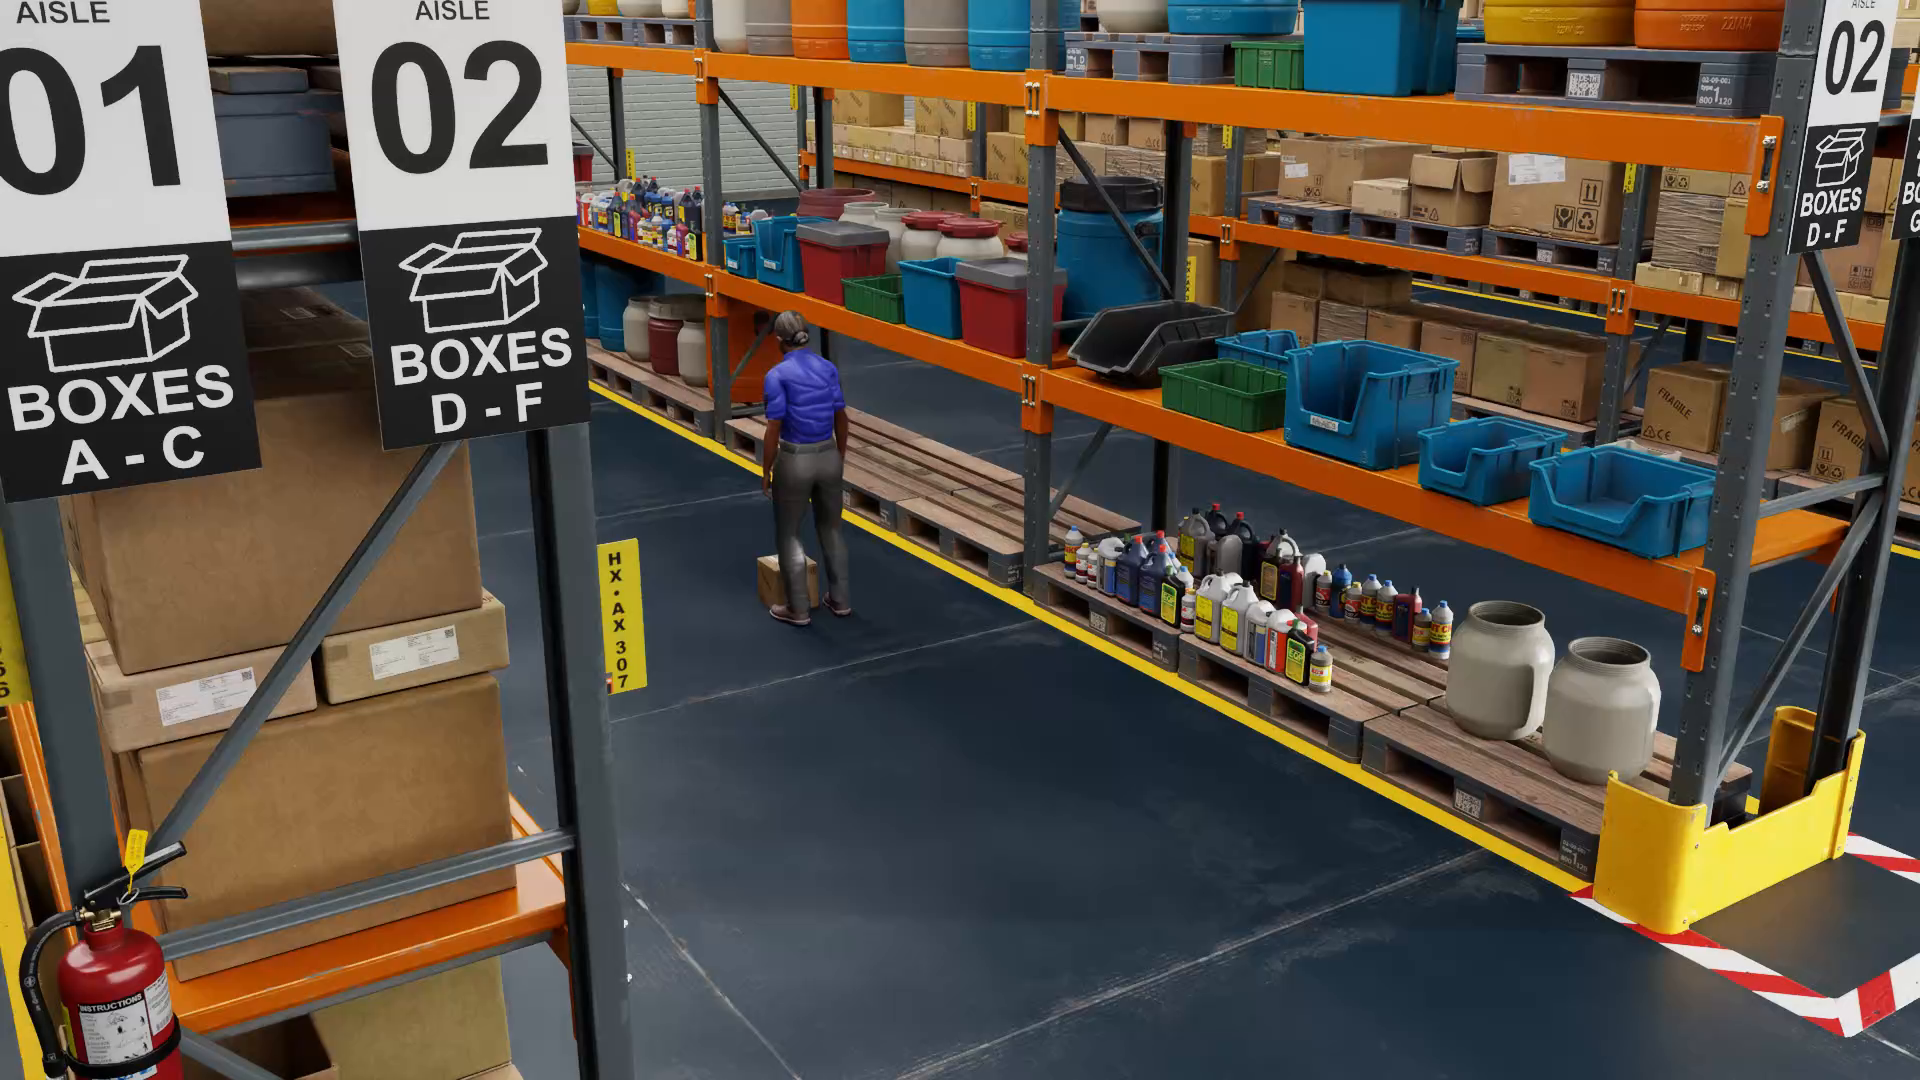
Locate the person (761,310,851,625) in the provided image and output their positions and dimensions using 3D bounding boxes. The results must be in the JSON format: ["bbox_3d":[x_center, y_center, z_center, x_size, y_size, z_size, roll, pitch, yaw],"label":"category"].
[{"bbox_3d":[-0.807,-0.377,8.711,0.512,1.654,0.352,-12,22,-32],"label":"person"}]
